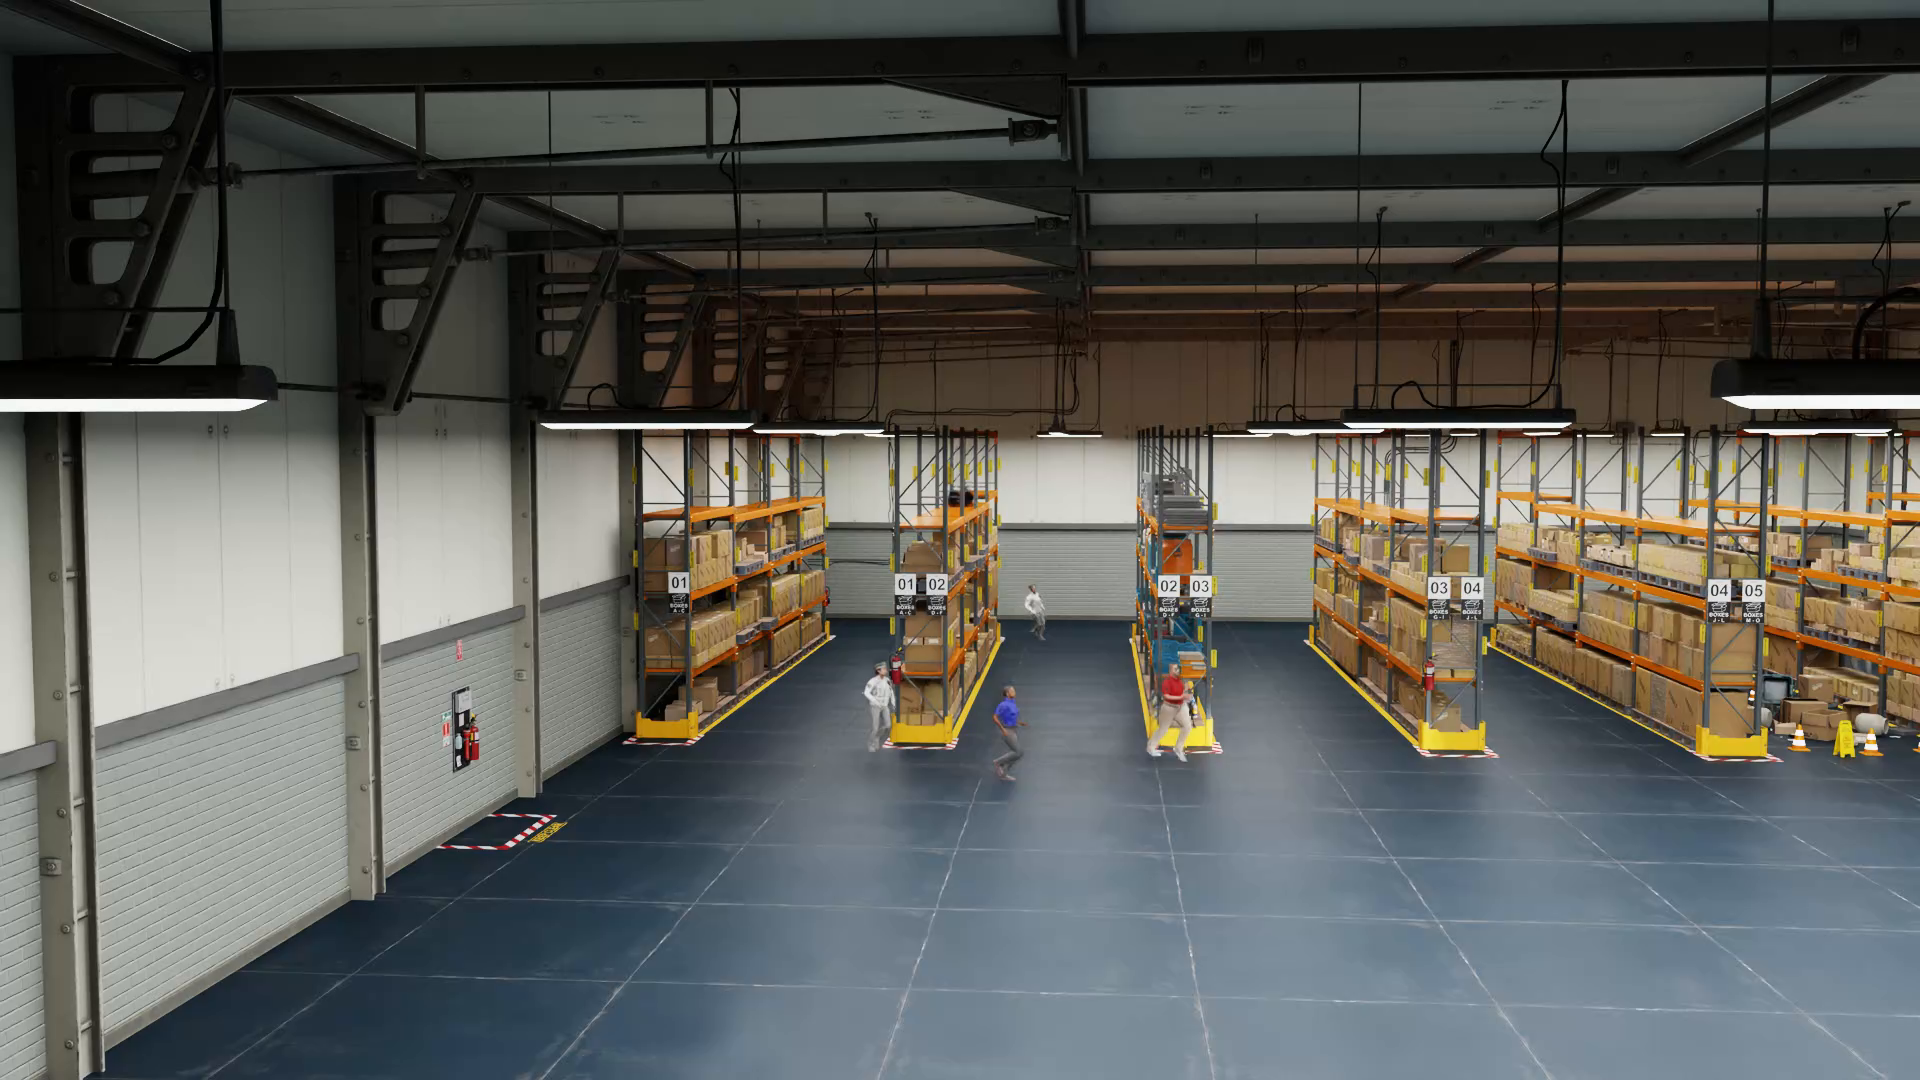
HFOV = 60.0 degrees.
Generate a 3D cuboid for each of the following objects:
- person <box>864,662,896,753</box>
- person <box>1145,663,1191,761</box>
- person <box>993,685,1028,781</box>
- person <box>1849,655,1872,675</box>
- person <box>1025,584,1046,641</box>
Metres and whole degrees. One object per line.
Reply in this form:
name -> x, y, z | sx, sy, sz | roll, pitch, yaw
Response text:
person -> -1.434, 3.067, 30.531 | 0.689, 1.649, 0.488 | -2, 4, -35
person -> 3.790, 3.083, 29.772 | 0.910, 1.775, 0.674 | 3, 5, 42
person -> 0.863, 3.284, 27.900 | 0.552, 1.528, 0.571 | 1, 4, 20
person -> 21.442, 2.457, 39.541 | 0.677, 1.823, 0.738 | 0, 3, 0
person -> 2.161, 2.063, 47.573 | 0.654, 1.629, 0.497 | -3, 4, -37
